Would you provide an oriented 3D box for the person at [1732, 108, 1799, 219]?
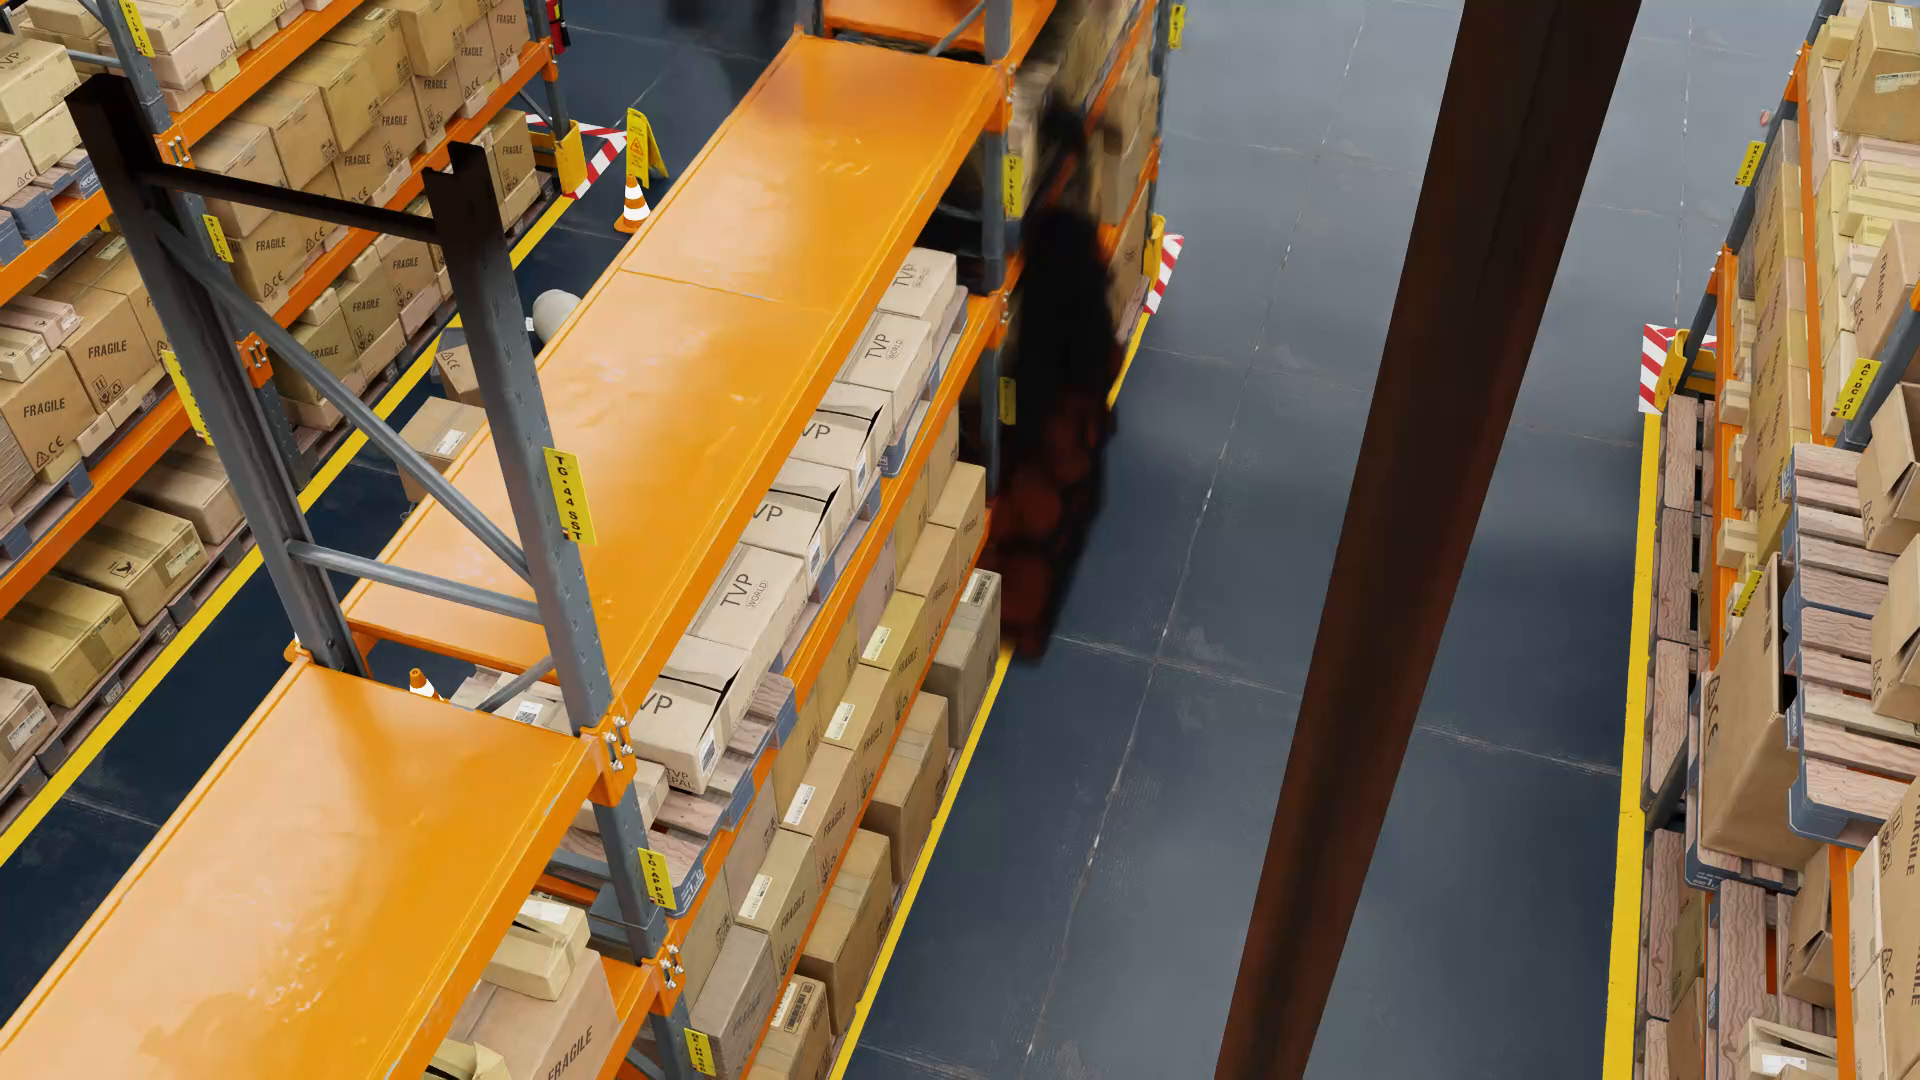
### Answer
[{"bbox_3d":[6.300,-2.985,12.502,0.665,1.686,0.626,-17,48,-16],"label":"person"}]
